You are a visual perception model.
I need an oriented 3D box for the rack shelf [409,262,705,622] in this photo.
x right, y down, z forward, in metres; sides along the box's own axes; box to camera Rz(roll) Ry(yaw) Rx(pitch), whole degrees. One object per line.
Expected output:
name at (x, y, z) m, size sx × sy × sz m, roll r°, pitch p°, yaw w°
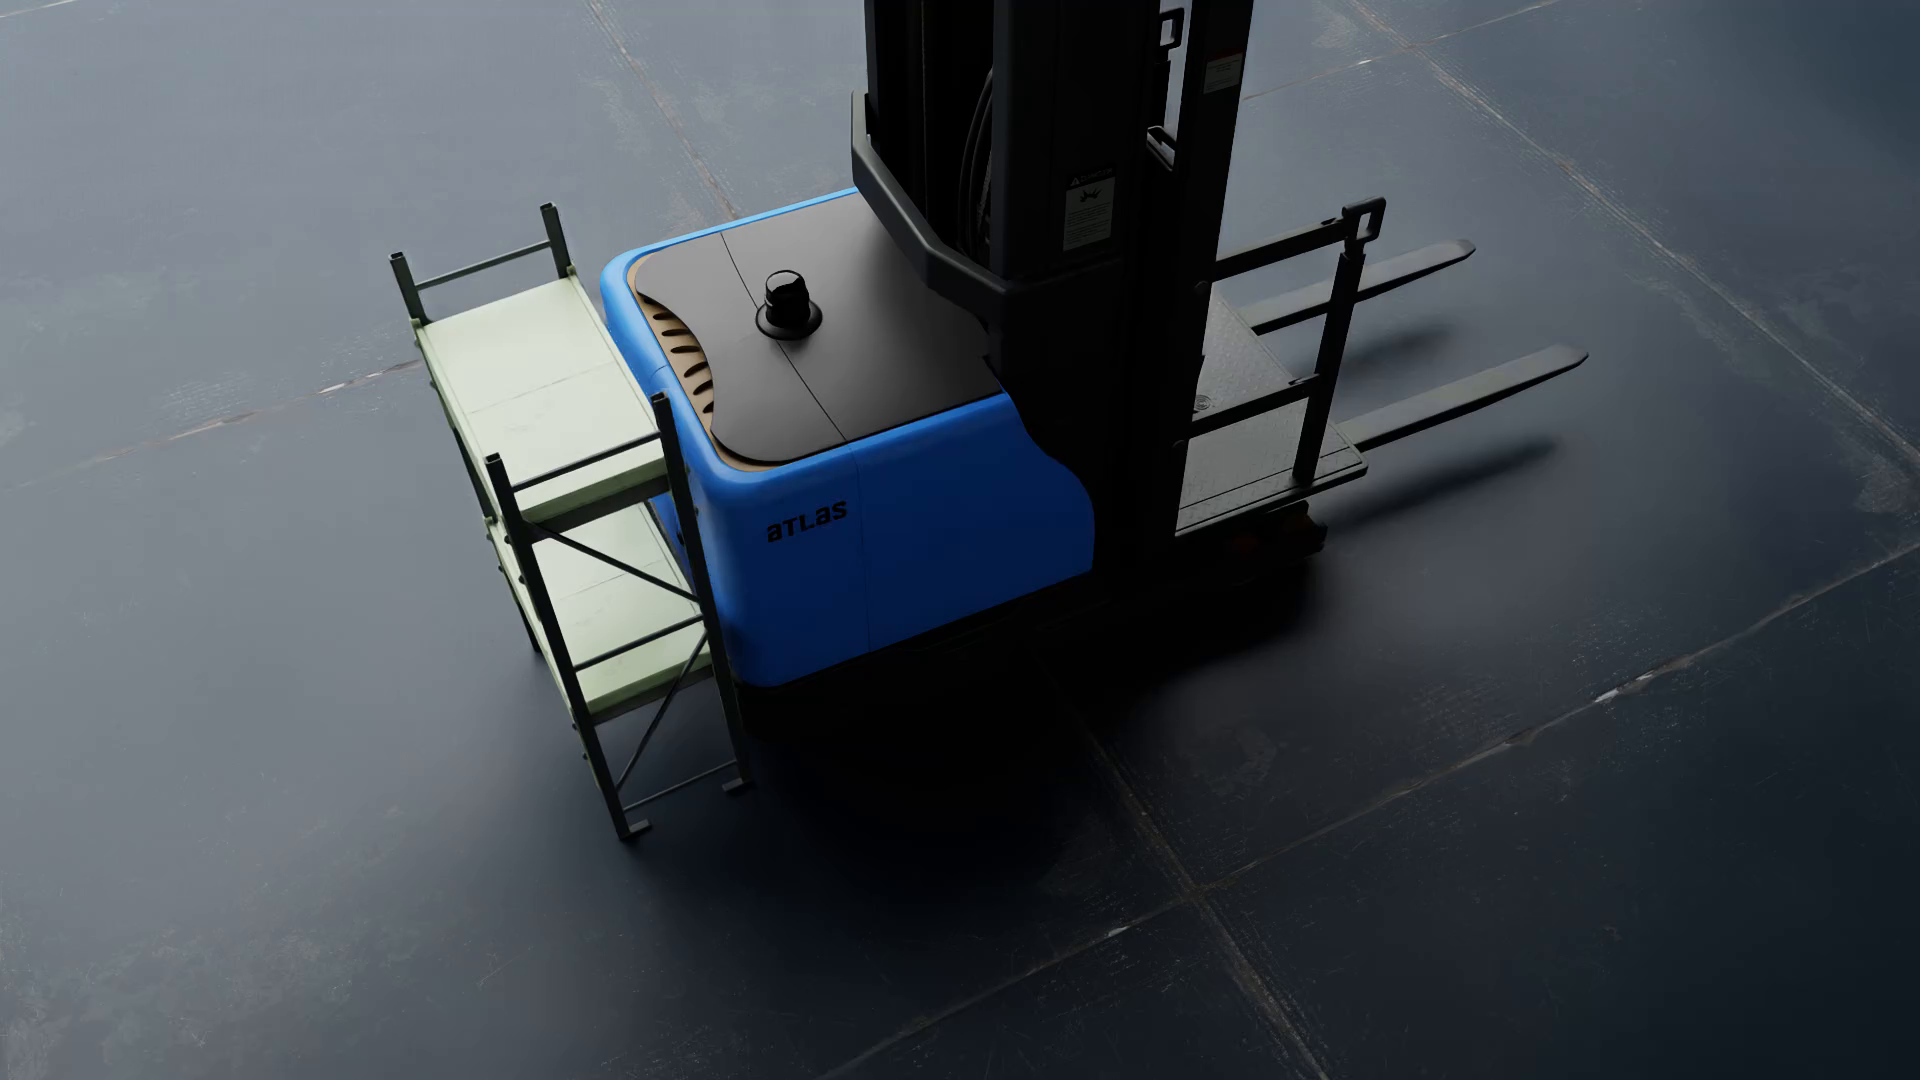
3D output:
rack shelf at (-0.957, -0.246, 3.941) m, size 0.431 × 0.370 × 0.720 m, roll -23°, pitch 53°, yaw -17°

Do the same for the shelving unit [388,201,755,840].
shelving unit at (-0.946, 0.007, 4.239) m, size 0.431 × 1.500 × 0.755 m, roll -23°, pitch 53°, yaw -17°

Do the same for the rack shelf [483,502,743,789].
rack shelf at (-0.938, 0.218, 4.487) m, size 0.431 × 0.370 × 0.720 m, roll -23°, pitch 53°, yaw -17°

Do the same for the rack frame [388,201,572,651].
rack frame at (-1.117, -0.237, 4.452) m, size 0.400 × 1.500 × 0.023 m, roll -23°, pitch 53°, yaw -17°

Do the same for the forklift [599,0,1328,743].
forklift at (0.568, -1.168, 4.324) m, size 3.031 × 2.935 × 1.130 m, roll -20°, pitch 52°, yaw -16°

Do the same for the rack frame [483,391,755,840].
rack frame at (-0.776, 0.251, 4.025) m, size 0.400 × 1.500 × 0.023 m, roll -23°, pitch 53°, yaw -17°
